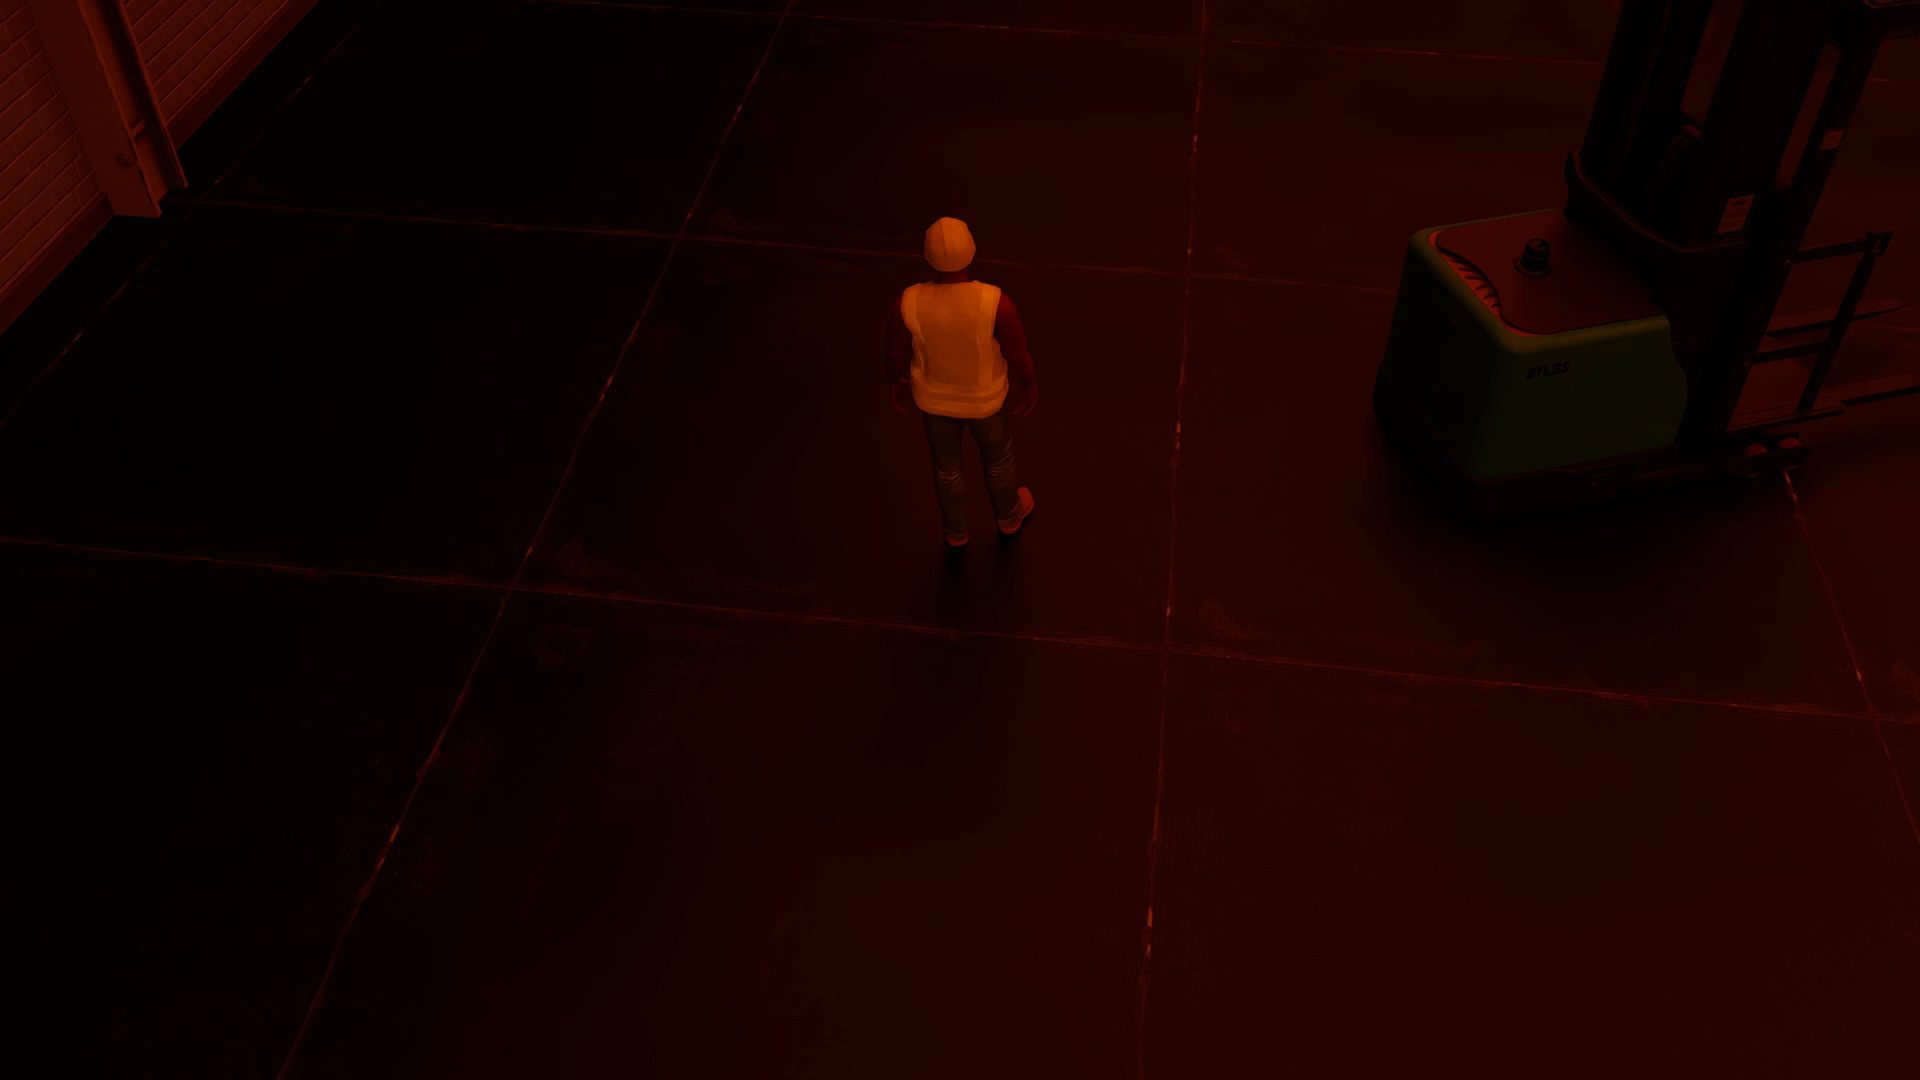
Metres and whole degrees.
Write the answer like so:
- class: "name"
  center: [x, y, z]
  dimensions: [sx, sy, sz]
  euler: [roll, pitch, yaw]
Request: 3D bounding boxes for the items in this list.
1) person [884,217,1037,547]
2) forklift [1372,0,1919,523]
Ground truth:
- class: "person"
  center: [0.015, -0.702, 7.339]
  dimensions: [0.665, 1.768, 0.575]
  euler: [5, 43, 6]
- class: "forklift"
  center: [3.697, -1.722, 7.599]
  dimensions: [3.031, 2.935, 1.130]
  euler: [-11, 44, -12]
